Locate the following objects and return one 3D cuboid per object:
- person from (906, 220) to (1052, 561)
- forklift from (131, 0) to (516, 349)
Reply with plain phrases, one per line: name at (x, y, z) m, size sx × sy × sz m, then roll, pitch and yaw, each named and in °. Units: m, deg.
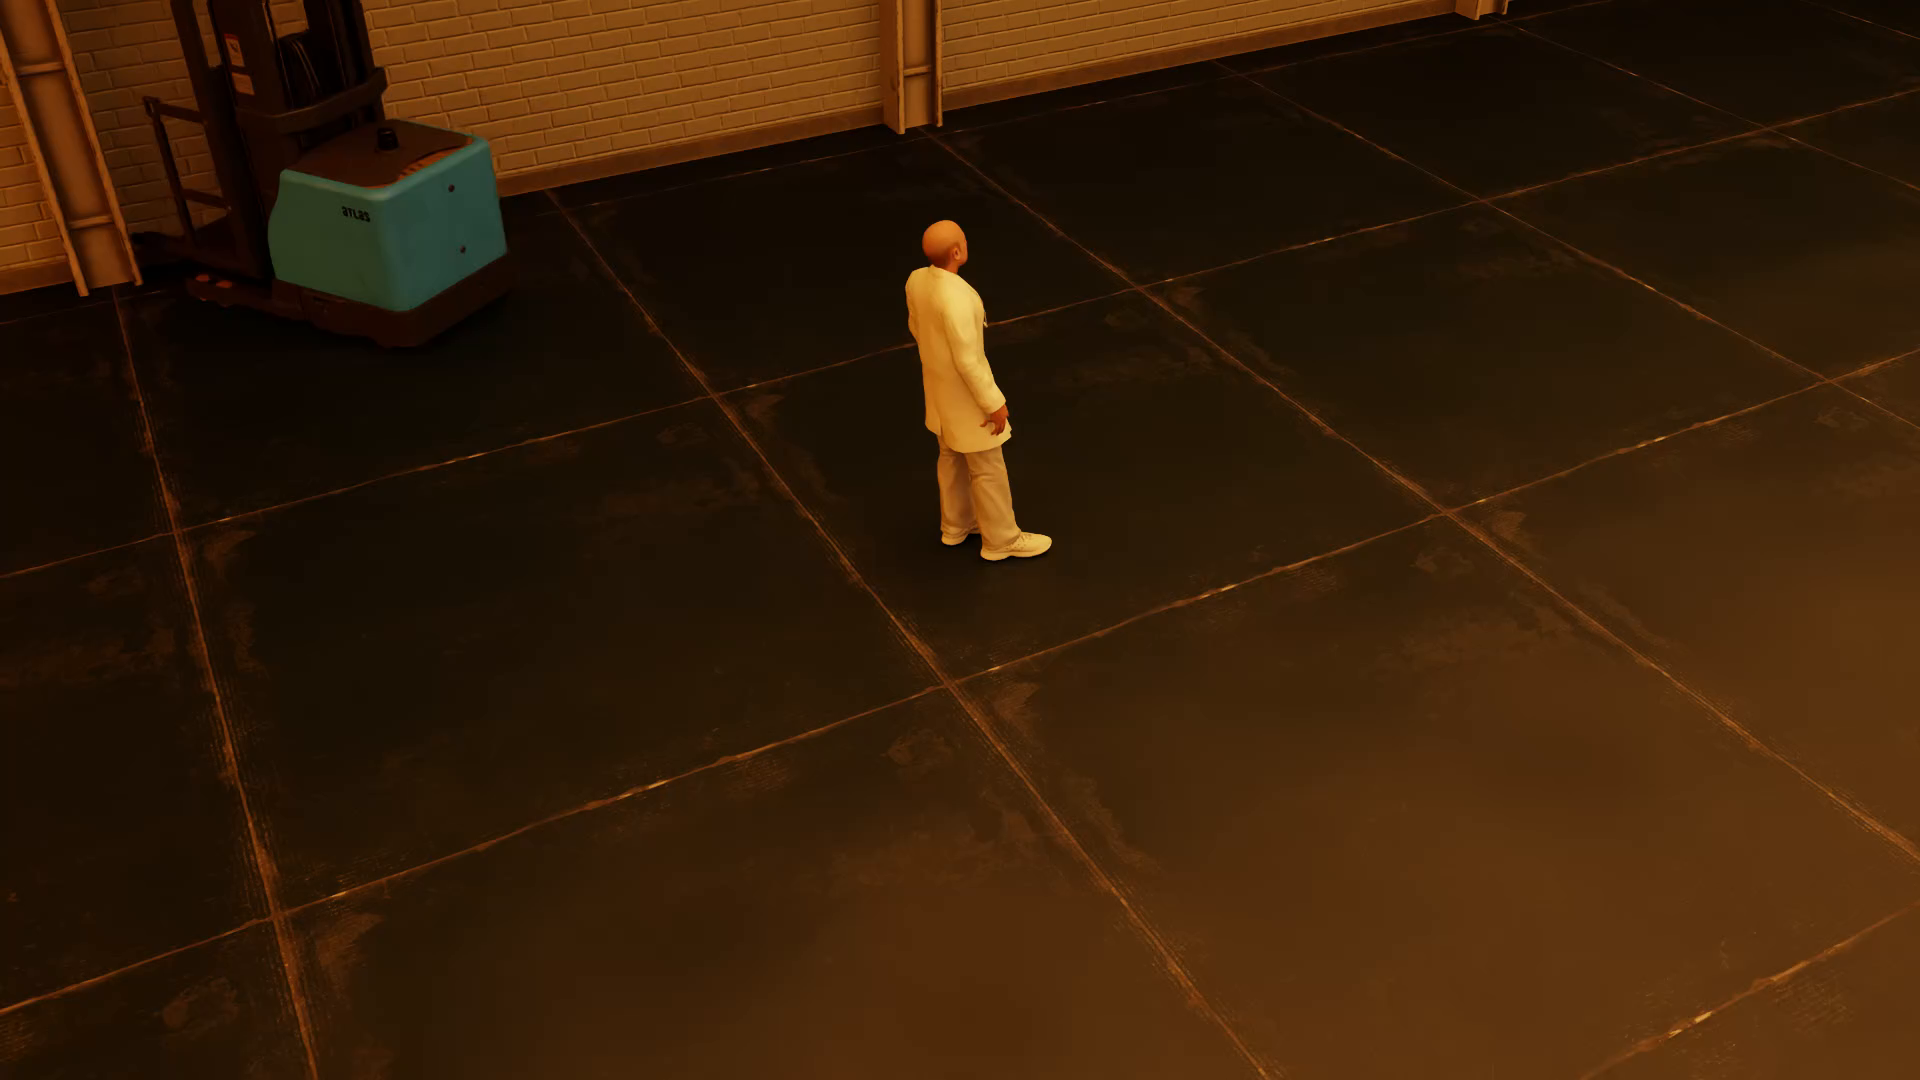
person at (0.087, -0.752, 8.173) m, size 0.576 × 1.776 × 0.684 m, roll -17°, pitch 39°, yaw -23°
forklift at (-4.464, -2.963, 10.315) m, size 3.031 × 2.935 × 1.130 m, roll 16°, pitch 38°, yaw 22°
